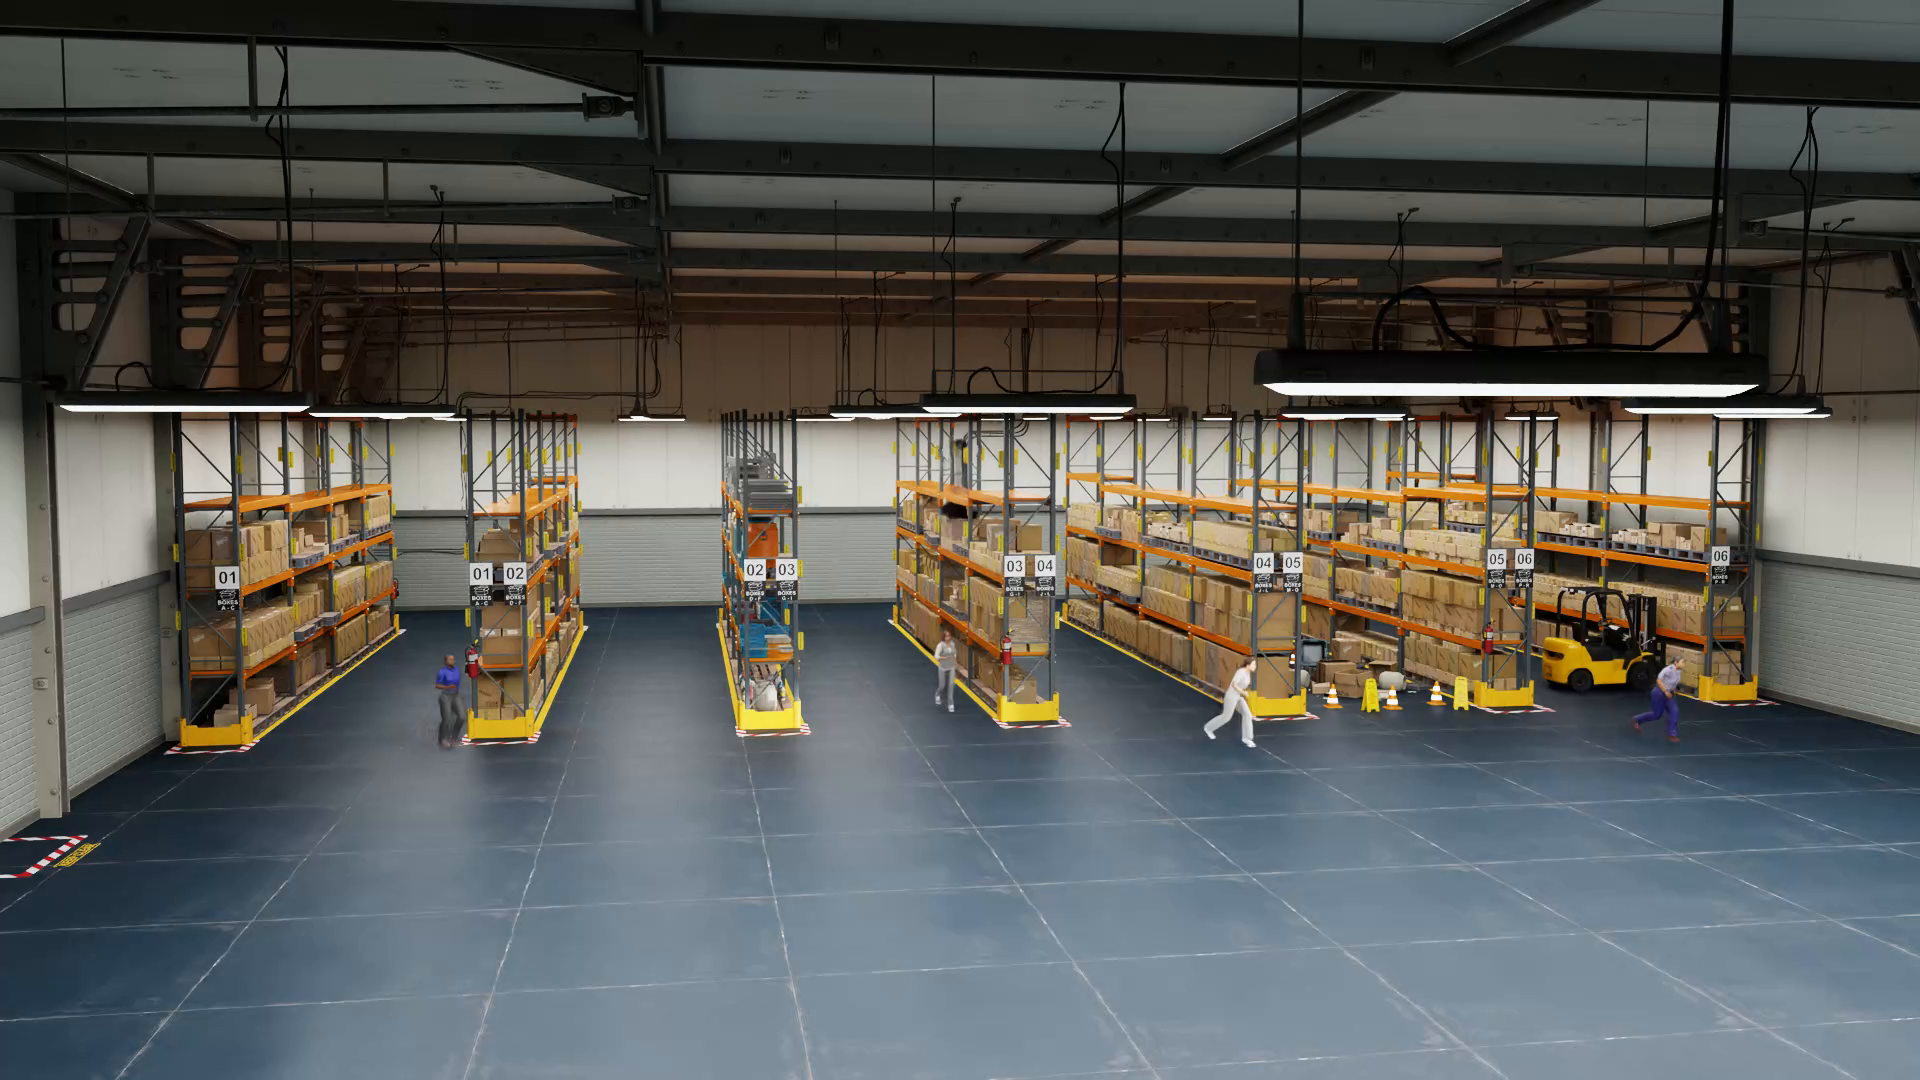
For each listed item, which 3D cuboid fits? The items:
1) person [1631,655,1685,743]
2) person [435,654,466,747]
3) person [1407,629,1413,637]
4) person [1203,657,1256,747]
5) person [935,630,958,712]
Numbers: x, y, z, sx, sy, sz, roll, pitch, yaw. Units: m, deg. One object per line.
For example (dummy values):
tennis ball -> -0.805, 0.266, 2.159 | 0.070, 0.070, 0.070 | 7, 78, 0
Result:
person -> 12.684, 2.855, 30.193 | 0.946, 1.611, 0.628 | 4, 6, 44
person -> -9.010, 2.863, 29.475 | 0.616, 1.694, 0.578 | 3, 5, 40
person -> 11.335, 1.981, 41.214 | 0.655, 1.742, 0.593 | -1, 4, -7
person -> 4.835, 2.871, 29.721 | 1.004, 1.625, 0.601 | 2, 4, 25
person -> -0.282, 2.696, 33.226 | 0.537, 1.366, 0.881 | -1, 4, -20
